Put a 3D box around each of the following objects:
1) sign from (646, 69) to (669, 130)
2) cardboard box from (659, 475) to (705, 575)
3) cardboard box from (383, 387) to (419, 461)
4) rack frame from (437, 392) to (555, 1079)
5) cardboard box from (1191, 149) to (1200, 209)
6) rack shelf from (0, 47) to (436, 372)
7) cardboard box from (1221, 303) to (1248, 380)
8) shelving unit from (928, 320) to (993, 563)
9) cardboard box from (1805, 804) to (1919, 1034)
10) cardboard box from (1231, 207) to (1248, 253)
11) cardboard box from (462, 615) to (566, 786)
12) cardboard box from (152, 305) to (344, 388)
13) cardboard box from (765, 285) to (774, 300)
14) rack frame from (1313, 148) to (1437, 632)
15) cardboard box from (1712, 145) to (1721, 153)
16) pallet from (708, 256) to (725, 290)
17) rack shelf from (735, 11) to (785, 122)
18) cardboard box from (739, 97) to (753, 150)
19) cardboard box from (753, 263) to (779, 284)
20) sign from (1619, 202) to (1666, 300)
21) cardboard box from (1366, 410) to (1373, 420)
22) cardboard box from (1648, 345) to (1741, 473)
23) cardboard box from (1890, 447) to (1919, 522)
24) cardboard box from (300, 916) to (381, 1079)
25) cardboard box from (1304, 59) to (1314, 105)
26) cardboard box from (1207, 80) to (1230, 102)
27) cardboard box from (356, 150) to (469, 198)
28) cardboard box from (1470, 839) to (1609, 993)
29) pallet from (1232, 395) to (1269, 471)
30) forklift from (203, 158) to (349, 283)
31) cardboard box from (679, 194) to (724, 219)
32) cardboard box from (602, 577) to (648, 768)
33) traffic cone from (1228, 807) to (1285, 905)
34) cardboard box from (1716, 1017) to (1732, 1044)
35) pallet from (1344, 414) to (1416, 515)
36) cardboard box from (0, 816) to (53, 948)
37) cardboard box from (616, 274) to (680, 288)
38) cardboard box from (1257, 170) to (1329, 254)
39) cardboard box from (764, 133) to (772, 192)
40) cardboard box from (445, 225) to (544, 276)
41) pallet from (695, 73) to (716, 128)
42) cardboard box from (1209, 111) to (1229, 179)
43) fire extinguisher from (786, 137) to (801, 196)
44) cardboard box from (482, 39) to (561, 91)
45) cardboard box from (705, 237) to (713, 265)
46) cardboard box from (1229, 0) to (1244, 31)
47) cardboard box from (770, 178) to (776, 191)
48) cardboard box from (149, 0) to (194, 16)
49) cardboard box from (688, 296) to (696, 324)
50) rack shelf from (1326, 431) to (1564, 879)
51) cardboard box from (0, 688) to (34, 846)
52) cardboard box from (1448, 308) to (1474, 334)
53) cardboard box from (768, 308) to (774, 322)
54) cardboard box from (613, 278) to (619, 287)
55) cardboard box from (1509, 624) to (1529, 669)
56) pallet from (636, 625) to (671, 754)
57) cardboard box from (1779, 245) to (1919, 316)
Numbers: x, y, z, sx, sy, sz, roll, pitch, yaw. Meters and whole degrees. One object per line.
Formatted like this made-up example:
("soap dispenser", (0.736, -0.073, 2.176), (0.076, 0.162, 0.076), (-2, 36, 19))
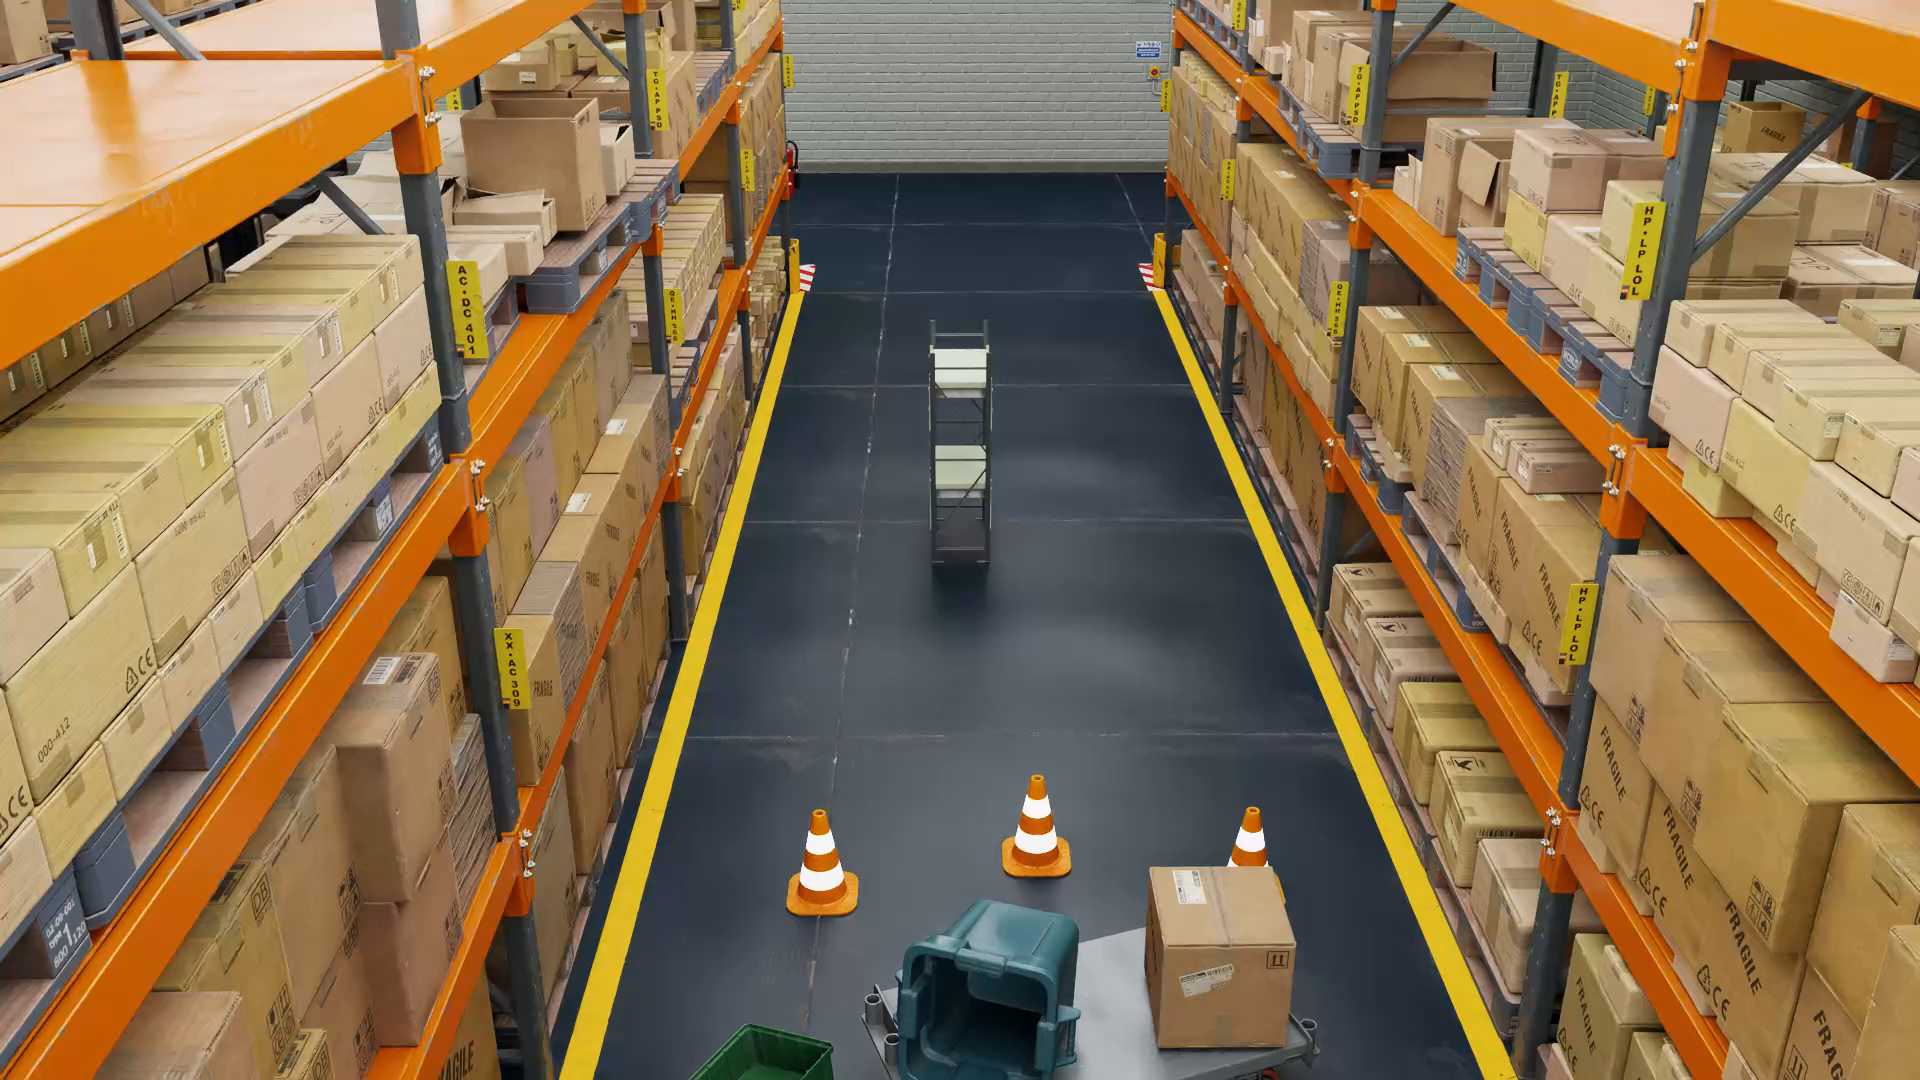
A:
("sign", (-1.642, -2.391, 9.033), (0.100, 0.325, 0.005), (0, 24, -1))
("cardboard box", (-1.950, -0.099, 10.852), (0.500, 0.500, 0.500), (-1, 24, -3))
("cardboard box", (-1.827, -0.342, 4.900), (0.380, 0.149, 0.250), (0, 24, 0))
("rack frame", (-2.154, 0.895, 6.132), (1.000, 3.000, 0.127), (0, 24, -1))
("cardboard box", (2.425, -3.336, 15.365), (0.500, 0.500, 0.500), (1, 24, 1))
("rack shelf", (-2.132, -0.505, 3.304), (1.077, 0.370, 4.000), (0, 24, -1))
("cardboard box", (2.808, -1.749, 14.576), (0.875, 0.438, 0.875), (-1, 24, -1))
("shelving unit", (0.000, -0.681, 11.435), (0.431, 1.500, 0.755), (0, 24, -1))
("cardboard box", (2.642, 1.008, 4.185), (0.700, 0.500, 0.500), (0, 24, -1))
("cardboard box", (2.431, -2.443, 13.086), (0.500, 0.250, 0.500), (-1, 24, -2))
("cardboard box", (-1.890, 0.631, 6.593), (0.500, 0.500, 0.500), (0, 24, 0))
("cardboard box", (-1.824, -0.498, 4.277), (0.380, 0.149, 0.250), (0, 24, 0))
("cardboard box", (-1.983, -2.329, 15.848), (0.380, 0.149, 0.250), (1, 24, 2))
("rack frame", (2.751, -0.817, 9.917), (1.000, 3.000, 0.127), (0, 24, -1))
("cardboard box", (7.378, -3.600, 15.891), (0.500, 0.250, 0.500), (-1, 24, -2))
("pallet", (-2.378, -1.999, 12.762), (1.003, 0.211, 1.213), (0, 24, -1))
("rack shelf", (-2.263, -4.265, 14.773), (1.077, 0.370, 4.000), (0, 24, -1))
("cardboard box", (-2.023, -3.439, 14.018), (0.500, 0.500, 0.500), (-1, 24, -2))
("cardboard box", (-1.952, -2.569, 16.018), (0.380, 0.149, 0.250), (1, 24, 1))
("sign", (2.240, -0.947, 5.458), (0.100, 0.325, 0.005), (0, 24, -1))
("cardboard box", (2.569, -0.760, 9.585), (0.380, 0.149, 0.250), (-2, 24, -4))
("cardboard box", (2.526, -0.421, 5.221), (0.500, 0.250, 0.500), (-1, 24, -2))
("cardboard box", (2.541, -0.117, 4.066), (0.380, 0.149, 0.250), (-1, 24, -1))
("cardboard box", (-2.221, 1.428, 4.771), (0.875, 0.550, 0.550), (0, 24, -1))
("cardboard box", (2.386, -2.880, 10.492), (0.396, 0.266, 0.258), (-1, 24, -2))
("cardboard box", (2.418, -4.016, 14.868), (0.380, 0.149, 0.250), (0, 24, -1))
("cardboard box", (-2.398, -1.599, 7.483), (0.500, 0.311, 0.500), (-1, 24, -1))
("cardboard box", (2.787, 1.621, 7.206), (0.950, 0.372, 0.625), (0, 24, 0))
("pallet", (2.792, -0.878, 13.434), (1.003, 0.211, 1.213), (0, 24, -1))
("forklift", (-4.674, -1.418, 11.329), (1.130, 2.935, 3.031), (0, 24, 0))
("cardboard box", (-2.041, -2.585, 12.899), (0.380, 0.149, 0.250), (1, 24, 2))
("cardboard box", (-2.268, 0.692, 8.801), (1.050, 0.750, 0.750), (0, 24, 0))
("traffic cone", (1.382, 1.482, 7.912), (0.336, 0.463, 0.334), (0, 24, -1))
("cardboard box", (2.568, 1.502, 5.095), (0.380, 0.149, 0.250), (0, 24, -1))
("pallet", (2.866, -0.437, 9.309), (1.213, 0.211, 1.003), (0, 24, -1))
("cardboard box", (-1.802, 0.598, 2.821), (0.380, 0.149, 0.250), (0, 24, 0))
("cardboard box", (-2.015, -1.614, 10.751), (0.380, 0.149, 0.250), (-1, 24, -3))
("cardboard box", (2.461, -2.368, 12.011), (0.500, 0.500, 0.500), (-1, 24, -2))
("cardboard box", (-2.012, -3.420, 15.190), (0.500, 0.500, 0.500), (1, 24, 2))
("cardboard box", (-1.909, -1.173, 6.738), (0.380, 0.149, 0.250), (0, 24, -1))
("pallet", (-2.326, -3.001, 11.333), (1.213, 0.211, 1.003), (0, 24, -1))
("cardboard box", (2.429, -3.369, 14.225), (0.500, 0.500, 0.500), (-1, 24, -1))
("fire extinguisher", (-1.826, -3.951, 17.392), (0.296, 0.674, 0.183), (0, 24, -1))
("cardboard box", (-2.461, -2.680, 9.346), (0.396, 0.266, 0.258), (0, 24, -1))
("cardboard box", (-2.028, -2.128, 12.249), (0.380, 0.149, 0.250), (-1, 24, -2))
("cardboard box", (2.381, -4.270, 13.443), (0.396, 0.266, 0.258), (1, 24, 1))
("cardboard box", (-1.989, -3.492, 16.135), (0.380, 0.149, 0.250), (0, 24, 1))
("cardboard box", (-7.135, -4.830, 14.397), (0.700, 0.500, 0.500), (1, 24, 2))
("cardboard box", (-2.017, -1.562, 11.359), (0.380, 0.149, 0.250), (0, 24, 0))
("rack shelf", (2.773, 0.335, 8.243), (1.077, 0.370, 4.000), (0, 24, -1))
("cardboard box", (-1.865, 0.463, 2.636), (0.500, 0.250, 0.500), (-1, 24, -1))
("cardboard box", (3.034, -1.004, 9.337), (0.500, 0.500, 0.500), (-1, 24, -2))
("cardboard box", (-1.985, -2.192, 15.908), (0.380, 0.149, 0.250), (0, 24, 0))
("cardboard box", (-2.684, -1.889, 12.081), (0.380, 0.149, 0.250), (-1, 24, -3))
("cardboard box", (2.528, 0.434, 6.945), (0.380, 0.149, 0.250), (-1, 24, -2))
("pallet", (-2.264, 0.842, 9.632), (1.003, 0.211, 1.213), (0, 24, -1))
("cardboard box", (3.190, -0.901, 6.136), (0.500, 0.250, 0.500), (-1, 24, -2))
